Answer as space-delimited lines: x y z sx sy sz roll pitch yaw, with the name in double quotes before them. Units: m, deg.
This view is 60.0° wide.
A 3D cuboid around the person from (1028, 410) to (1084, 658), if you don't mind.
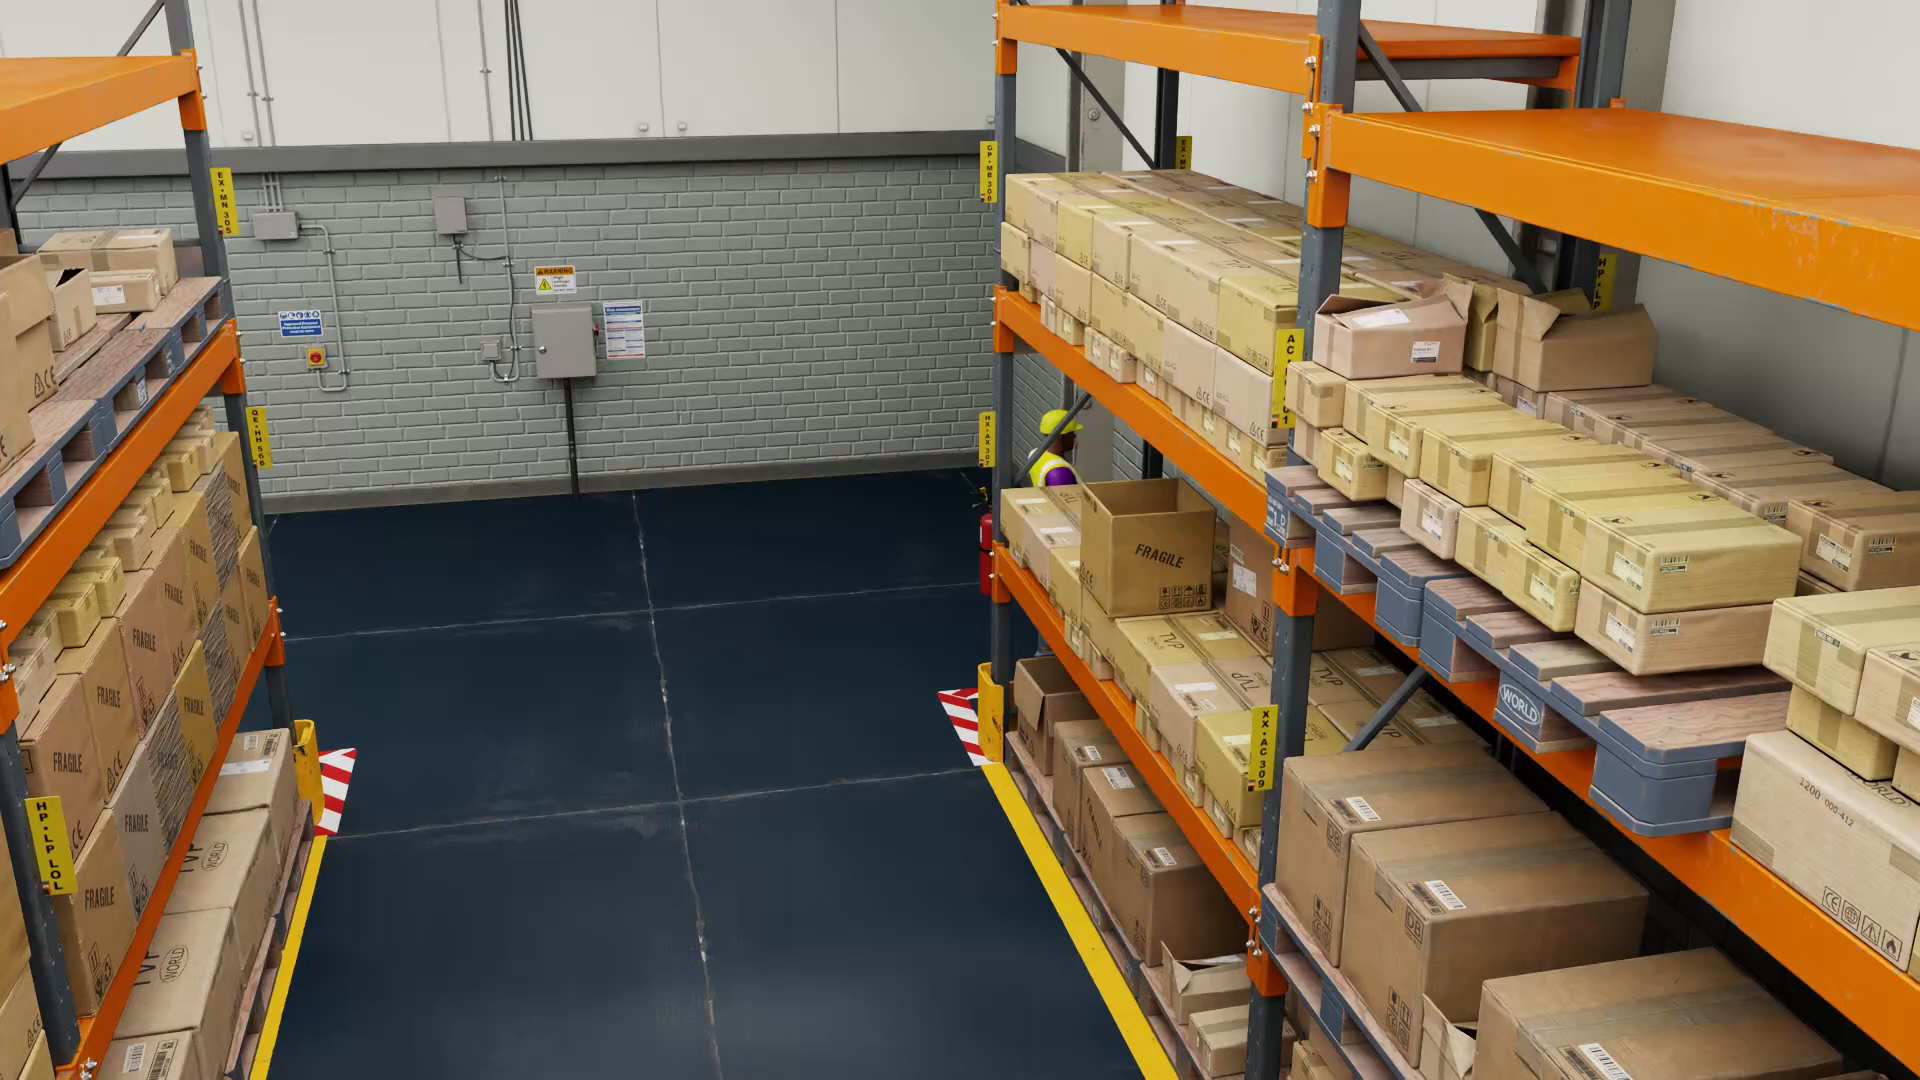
"person" 0.643 -0.009 11.064 0.365 1.762 0.566 -4 20 -11
